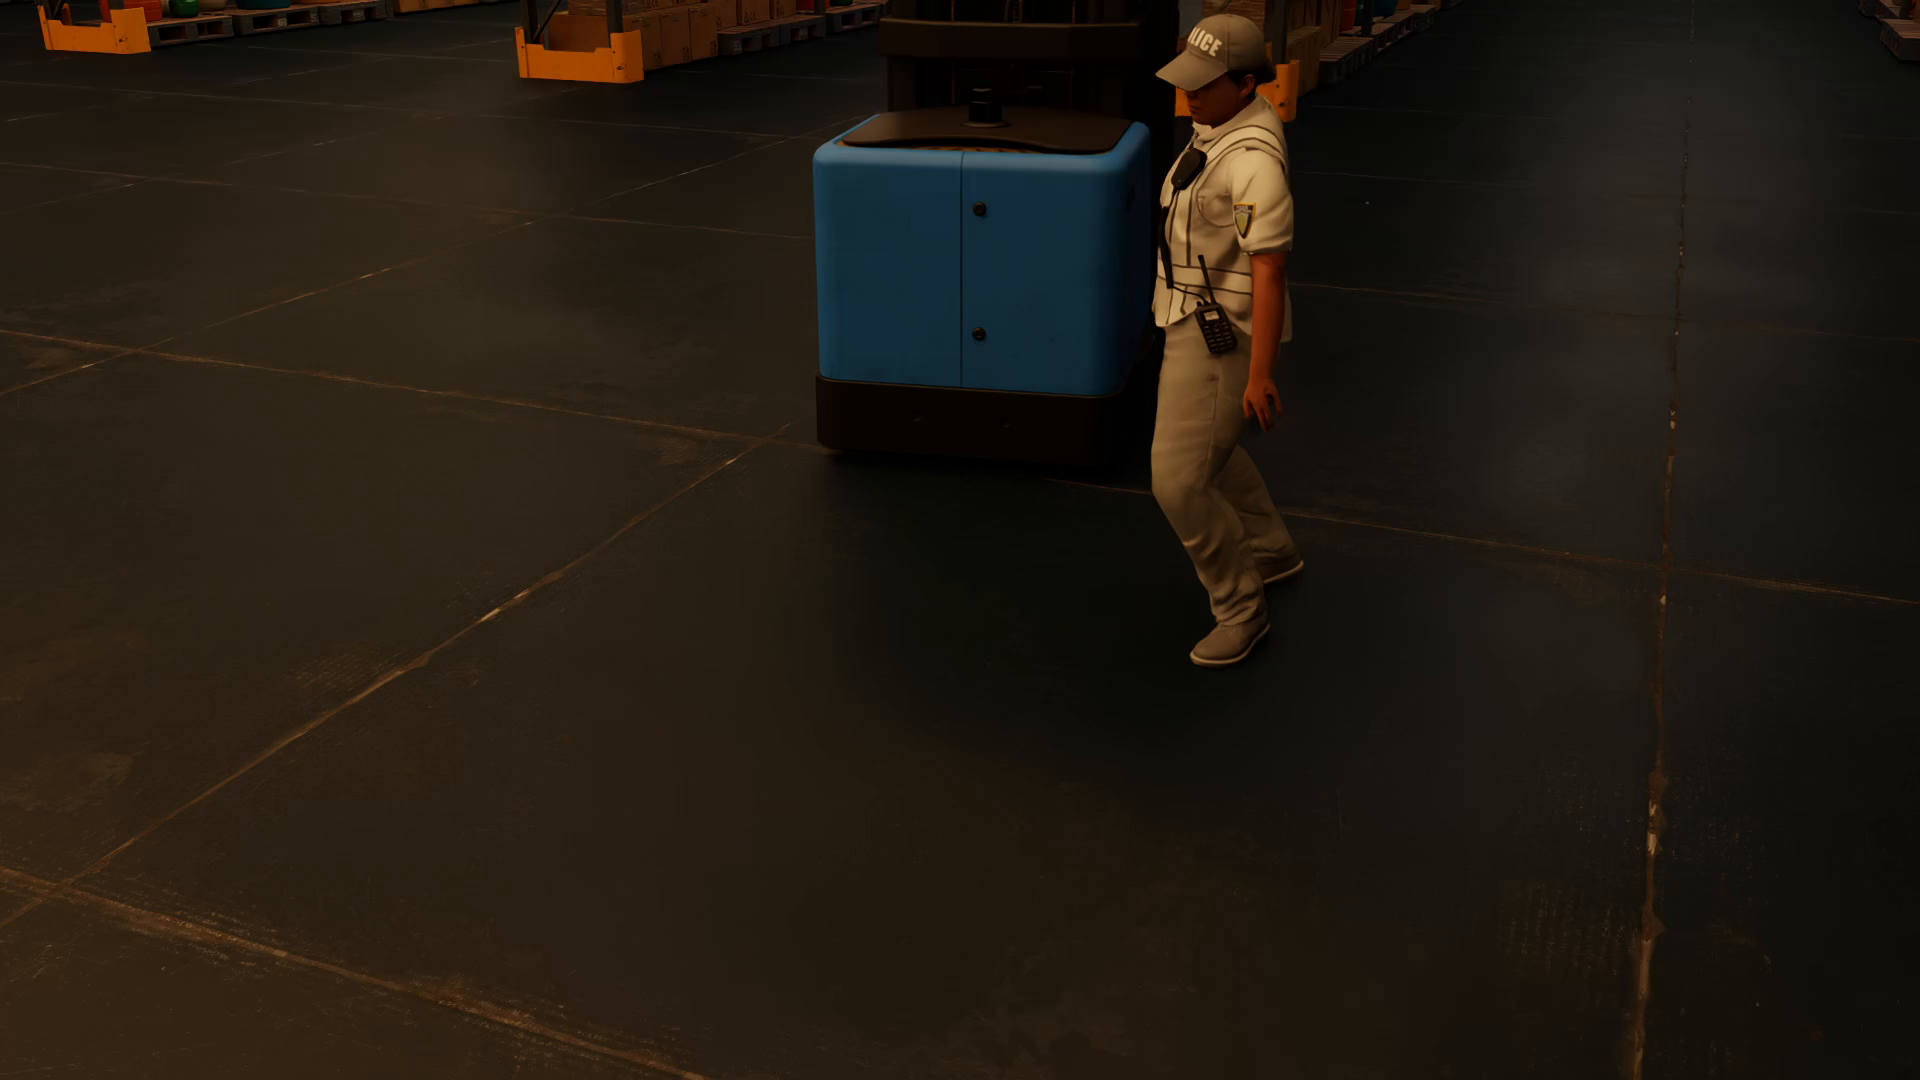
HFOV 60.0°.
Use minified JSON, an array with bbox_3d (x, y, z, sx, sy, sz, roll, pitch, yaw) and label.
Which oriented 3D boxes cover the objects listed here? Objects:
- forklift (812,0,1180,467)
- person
[{"bbox_3d":[0.314,-2.133,6.395,1.130,2.935,3.031,5,23,11],"label":"forklift"},{"bbox_3d":[0.730,-0.538,4.380,0.506,1.645,0.840,2,23,4],"label":"person"}]
